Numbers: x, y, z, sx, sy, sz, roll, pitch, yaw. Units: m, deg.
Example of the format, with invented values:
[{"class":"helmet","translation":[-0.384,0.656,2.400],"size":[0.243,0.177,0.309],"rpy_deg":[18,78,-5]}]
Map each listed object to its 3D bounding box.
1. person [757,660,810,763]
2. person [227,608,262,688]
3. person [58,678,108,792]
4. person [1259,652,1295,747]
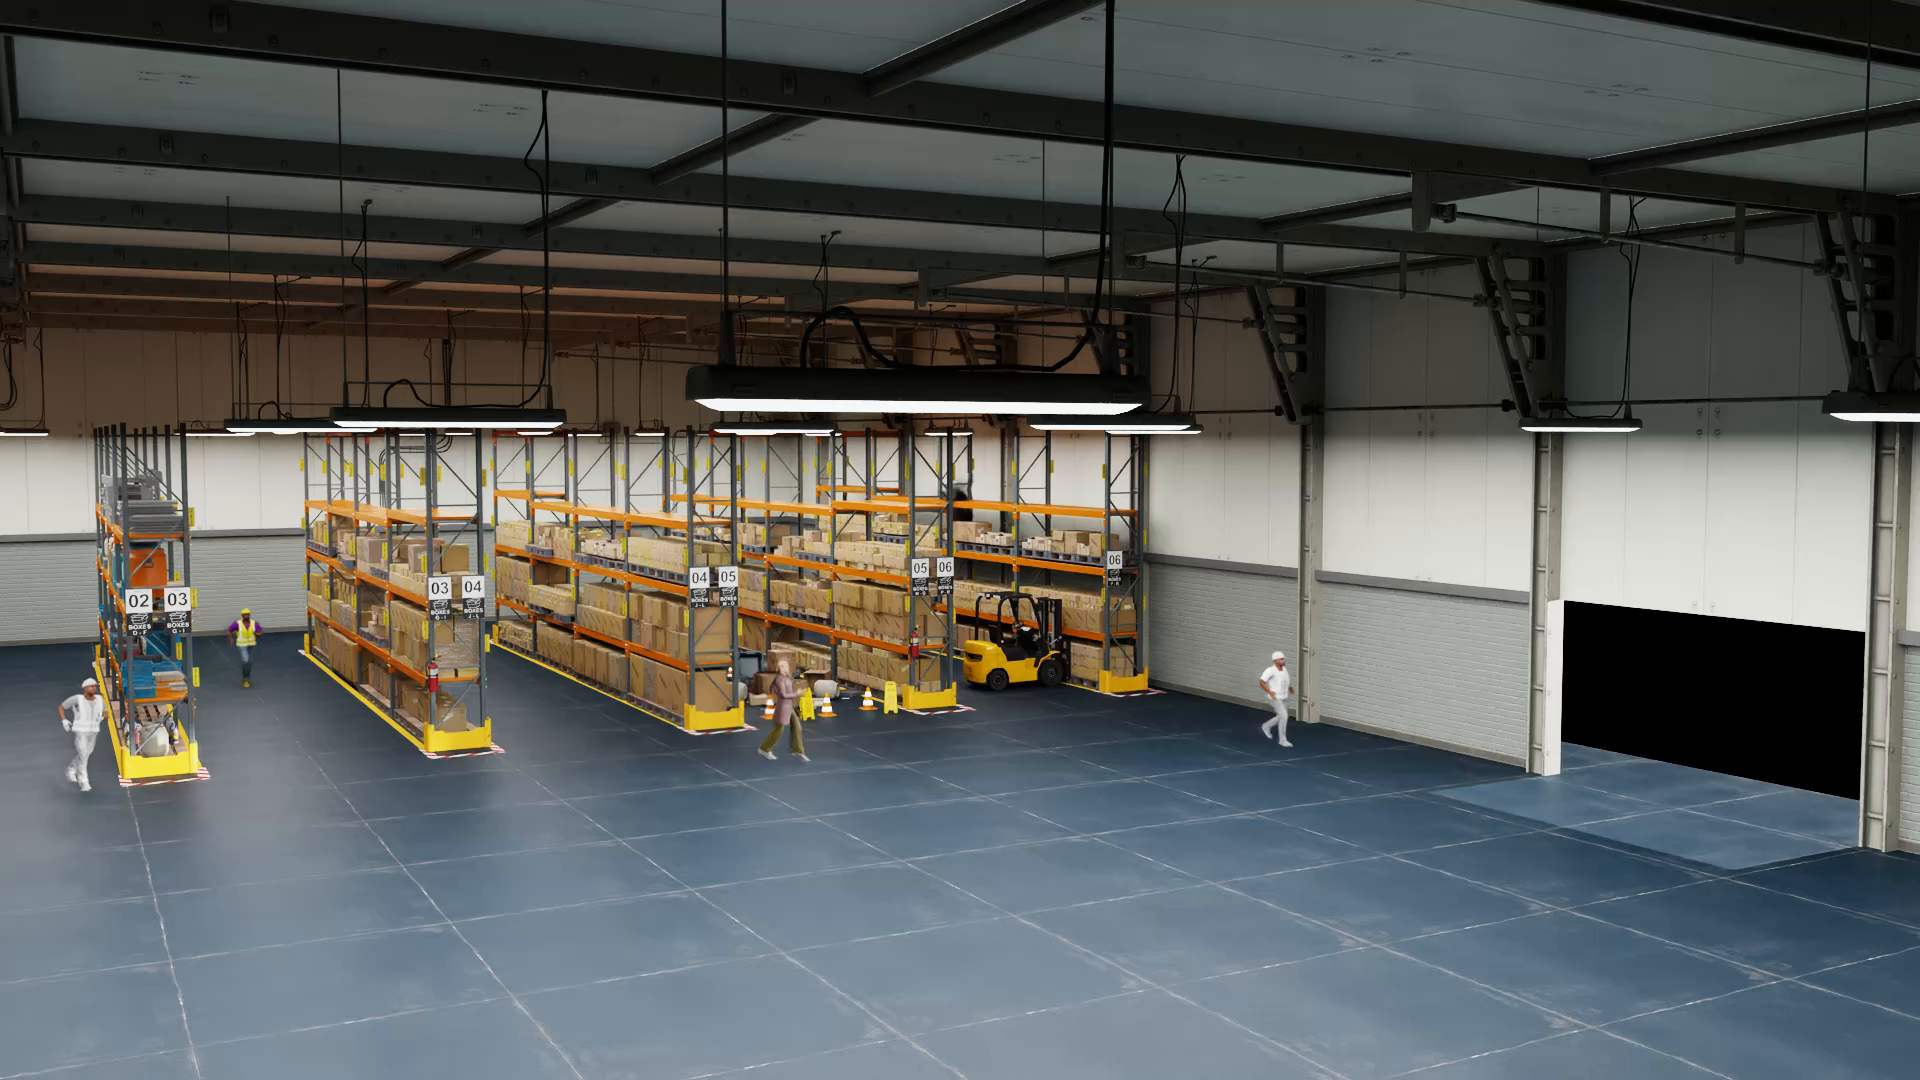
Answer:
[{"class":"person","translation":[-3.128,3.036,29.421],"size":[0.929,1.832,0.677],"rpy_deg":[0,3,8]},{"class":"person","translation":[-16.567,2.502,38.605],"size":[0.673,1.830,0.777],"rpy_deg":[-3,5,-43]},{"class":"person","translation":[-14.431,3.184,27.465],"size":[0.934,1.795,0.725],"rpy_deg":[2,4,31]},{"class":"person","translation":[5.925,2.962,31.151],"size":[0.707,1.754,0.777],"rpy_deg":[-3,5,-45]}]
